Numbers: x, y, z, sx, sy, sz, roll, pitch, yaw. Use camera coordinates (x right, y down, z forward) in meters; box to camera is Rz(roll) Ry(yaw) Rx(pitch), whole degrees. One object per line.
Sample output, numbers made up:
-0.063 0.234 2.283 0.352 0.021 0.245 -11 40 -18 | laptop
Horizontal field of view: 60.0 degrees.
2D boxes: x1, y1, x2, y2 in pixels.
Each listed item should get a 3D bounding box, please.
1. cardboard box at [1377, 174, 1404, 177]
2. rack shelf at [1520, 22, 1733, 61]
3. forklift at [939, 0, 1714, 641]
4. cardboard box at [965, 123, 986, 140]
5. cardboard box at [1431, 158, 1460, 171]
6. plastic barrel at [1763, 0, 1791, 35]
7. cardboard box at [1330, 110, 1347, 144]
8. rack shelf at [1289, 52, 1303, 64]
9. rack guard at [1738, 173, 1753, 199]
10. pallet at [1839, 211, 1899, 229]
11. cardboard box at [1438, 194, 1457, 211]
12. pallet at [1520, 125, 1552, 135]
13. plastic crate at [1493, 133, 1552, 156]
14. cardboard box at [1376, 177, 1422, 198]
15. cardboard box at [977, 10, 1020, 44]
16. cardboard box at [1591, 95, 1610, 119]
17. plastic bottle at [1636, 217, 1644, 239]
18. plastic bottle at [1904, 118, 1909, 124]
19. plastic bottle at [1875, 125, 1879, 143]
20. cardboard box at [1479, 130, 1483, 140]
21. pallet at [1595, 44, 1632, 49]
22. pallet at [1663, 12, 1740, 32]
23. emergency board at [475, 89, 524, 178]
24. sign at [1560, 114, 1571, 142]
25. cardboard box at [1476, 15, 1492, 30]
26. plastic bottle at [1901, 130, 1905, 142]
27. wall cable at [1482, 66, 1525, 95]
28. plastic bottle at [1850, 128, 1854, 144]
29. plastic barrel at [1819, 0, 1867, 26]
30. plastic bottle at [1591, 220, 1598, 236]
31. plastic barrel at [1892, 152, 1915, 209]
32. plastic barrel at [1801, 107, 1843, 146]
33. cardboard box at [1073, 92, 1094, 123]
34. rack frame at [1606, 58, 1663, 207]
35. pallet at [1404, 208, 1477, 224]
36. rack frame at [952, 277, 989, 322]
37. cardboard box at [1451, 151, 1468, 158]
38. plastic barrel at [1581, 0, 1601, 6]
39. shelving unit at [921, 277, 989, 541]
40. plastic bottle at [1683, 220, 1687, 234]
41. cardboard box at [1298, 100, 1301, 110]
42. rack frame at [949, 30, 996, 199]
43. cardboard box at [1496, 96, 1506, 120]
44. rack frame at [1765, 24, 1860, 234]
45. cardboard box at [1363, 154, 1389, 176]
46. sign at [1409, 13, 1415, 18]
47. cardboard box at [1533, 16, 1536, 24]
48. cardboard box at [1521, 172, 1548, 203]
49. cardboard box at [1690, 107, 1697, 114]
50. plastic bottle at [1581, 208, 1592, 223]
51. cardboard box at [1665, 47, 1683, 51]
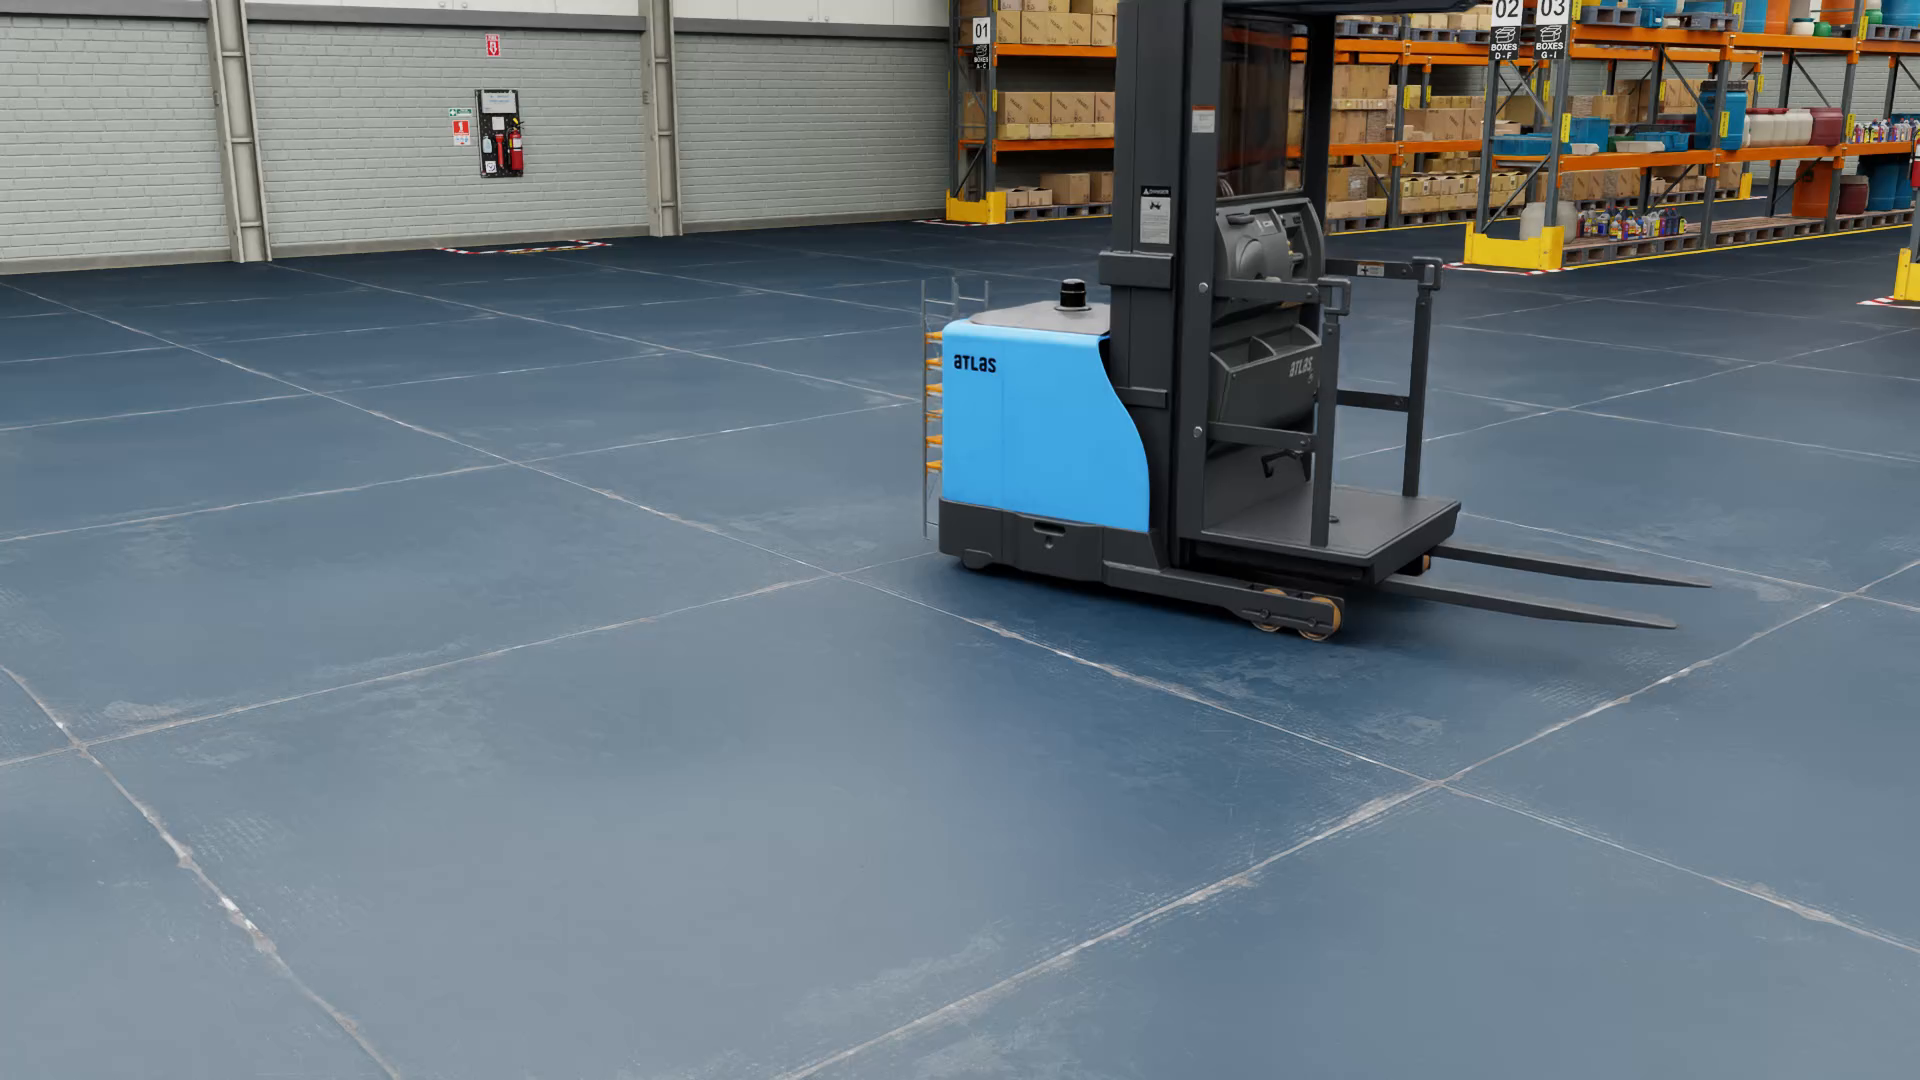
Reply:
6.976 -5.778 26.996 0.500 0.311 0.500 -12 19 -38 | cardboard box
8.210 -6.217 20.792 4.000 0.370 1.077 -13 19 -39 | rack shelf
1.412 -1.189 6.520 3.031 2.935 1.130 10 18 33 | forklift
0.423 -6.759 27.493 0.500 0.250 0.500 -12 19 -39 | cardboard box
10.263 -7.924 35.633 0.500 0.500 0.700 -13 20 -40 | cardboard box
11.481 -7.580 23.672 0.708 0.830 0.600 -13 19 -39 | plastic barrel
5.365 -6.216 25.014 0.500 0.500 0.700 -12 19 -39 | cardboard box
4.724 -8.823 30.550 4.000 0.370 1.077 -13 19 -39 | rack shelf
15.465 -7.231 33.852 0.348 0.500 1.175 -13 19 -39 | rack guard
14.223 -5.131 26.552 1.213 0.211 1.003 -13 19 -39 | pallet
7.712 -5.488 26.997 0.500 0.250 0.500 -13 20 -41 | cardboard box
9.953 -7.132 29.010 1.003 0.211 1.213 -13 19 -39 | pallet
6.882 -4.847 20.373 0.616 0.251 0.499 -13 19 -39 | plastic crate
6.945 -5.586 26.276 0.500 0.311 0.500 -13 19 -39 | cardboard box
0.614 -8.220 26.666 0.500 0.500 0.500 -12 19 -38 | cardboard box
11.213 -7.714 29.809 0.700 0.500 0.500 10 18 33 | cardboard box
8.760 -4.026 21.446 0.097 0.271 0.097 0 15 0 | plastic bottle
15.180 -6.594 26.719 0.185 0.351 0.144 -13 19 -39 | plastic bottle
14.077 -6.250 25.587 0.097 0.271 0.097 0 15 0 | plastic bottle
8.562 -6.748 27.687 0.250 0.149 0.380 -11 18 -35 | cardboard box
11.187 -8.859 29.656 1.003 0.211 1.213 -13 19 -39 | pallet
9.239 -6.670 21.463 1.003 0.211 1.213 -13 19 -39 | pallet
-6.258 -5.564 22.768 0.643 1.169 0.194 -13 19 -39 | emergency board
7.059 -4.802 19.379 0.005 0.325 0.100 -13 19 -39 | sign
8.360 -8.401 27.053 0.500 0.250 0.500 -13 20 -40 | cardboard box
14.842 -6.388 26.238 0.097 0.201 0.097 0 15 0 | plastic bottle
12.613 -10.307 38.556 1.851 1.984 0.084 -13 19 -39 | wall cable
13.380 -6.094 25.001 0.097 0.271 0.097 0 15 0 | plastic bottle
13.166 -8.087 24.753 0.708 0.830 0.600 -13 19 -39 | plastic barrel
8.346 -4.107 21.882 0.097 0.201 0.097 0 15 0 | plastic bottle
15.332 -5.909 27.313 0.708 0.901 0.600 -13 19 -39 | plastic barrel
12.585 -6.059 24.359 0.708 0.536 0.600 -13 19 -39 | plastic barrel
1.910 -7.285 28.008 0.500 0.500 0.500 -12 19 -38 | cardboard box
12.505 -7.774 31.041 0.127 3.000 1.000 -13 19 -39 | rack frame
7.921 -5.412 27.601 1.213 0.211 1.003 -13 19 -39 | pallet
0.045 -0.595 7.652 0.006 1.200 0.240 -14 20 -41 | rack frame
10.654 -8.264 35.649 0.250 0.149 0.380 -13 20 -41 | cardboard box
7.478 -6.737 20.168 0.600 0.588 0.600 0 15 0 | plastic barrel
-0.022 -0.579 7.591 0.189 1.200 0.258 -14 20 -41 | shelving unit
9.650 -4.192 22.202 0.097 0.201 0.097 0 15 0 | plastic bottle
4.860 -6.346 24.244 0.250 0.149 0.380 -13 20 -40 | cardboard box
0.198 -6.705 27.039 0.127 3.000 1.000 -13 19 -39 | rack frame
11.348 -9.346 36.347 0.700 0.700 0.980 -13 20 -40 | cardboard box
12.736 -6.131 24.892 0.127 3.000 1.000 -13 19 -39 | rack frame
8.177 -7.615 33.799 0.750 0.750 0.750 -12 19 -38 | cardboard box
6.835 -8.048 25.100 0.005 0.325 0.100 -13 19 -39 | sign
9.794 -8.674 28.406 0.500 0.500 0.910 -13 19 -39 | cardboard box
10.018 -6.123 28.850 0.500 0.500 0.500 -12 19 -37 | cardboard box
13.831 -8.027 31.796 0.500 0.500 0.500 -13 20 -40 | cardboard box
8.234 -4.195 21.923 0.185 0.351 0.144 -12 19 -37 | plastic bottle
13.034 -9.185 30.801 0.500 0.250 0.500 -13 19 -39 | cardboard box
